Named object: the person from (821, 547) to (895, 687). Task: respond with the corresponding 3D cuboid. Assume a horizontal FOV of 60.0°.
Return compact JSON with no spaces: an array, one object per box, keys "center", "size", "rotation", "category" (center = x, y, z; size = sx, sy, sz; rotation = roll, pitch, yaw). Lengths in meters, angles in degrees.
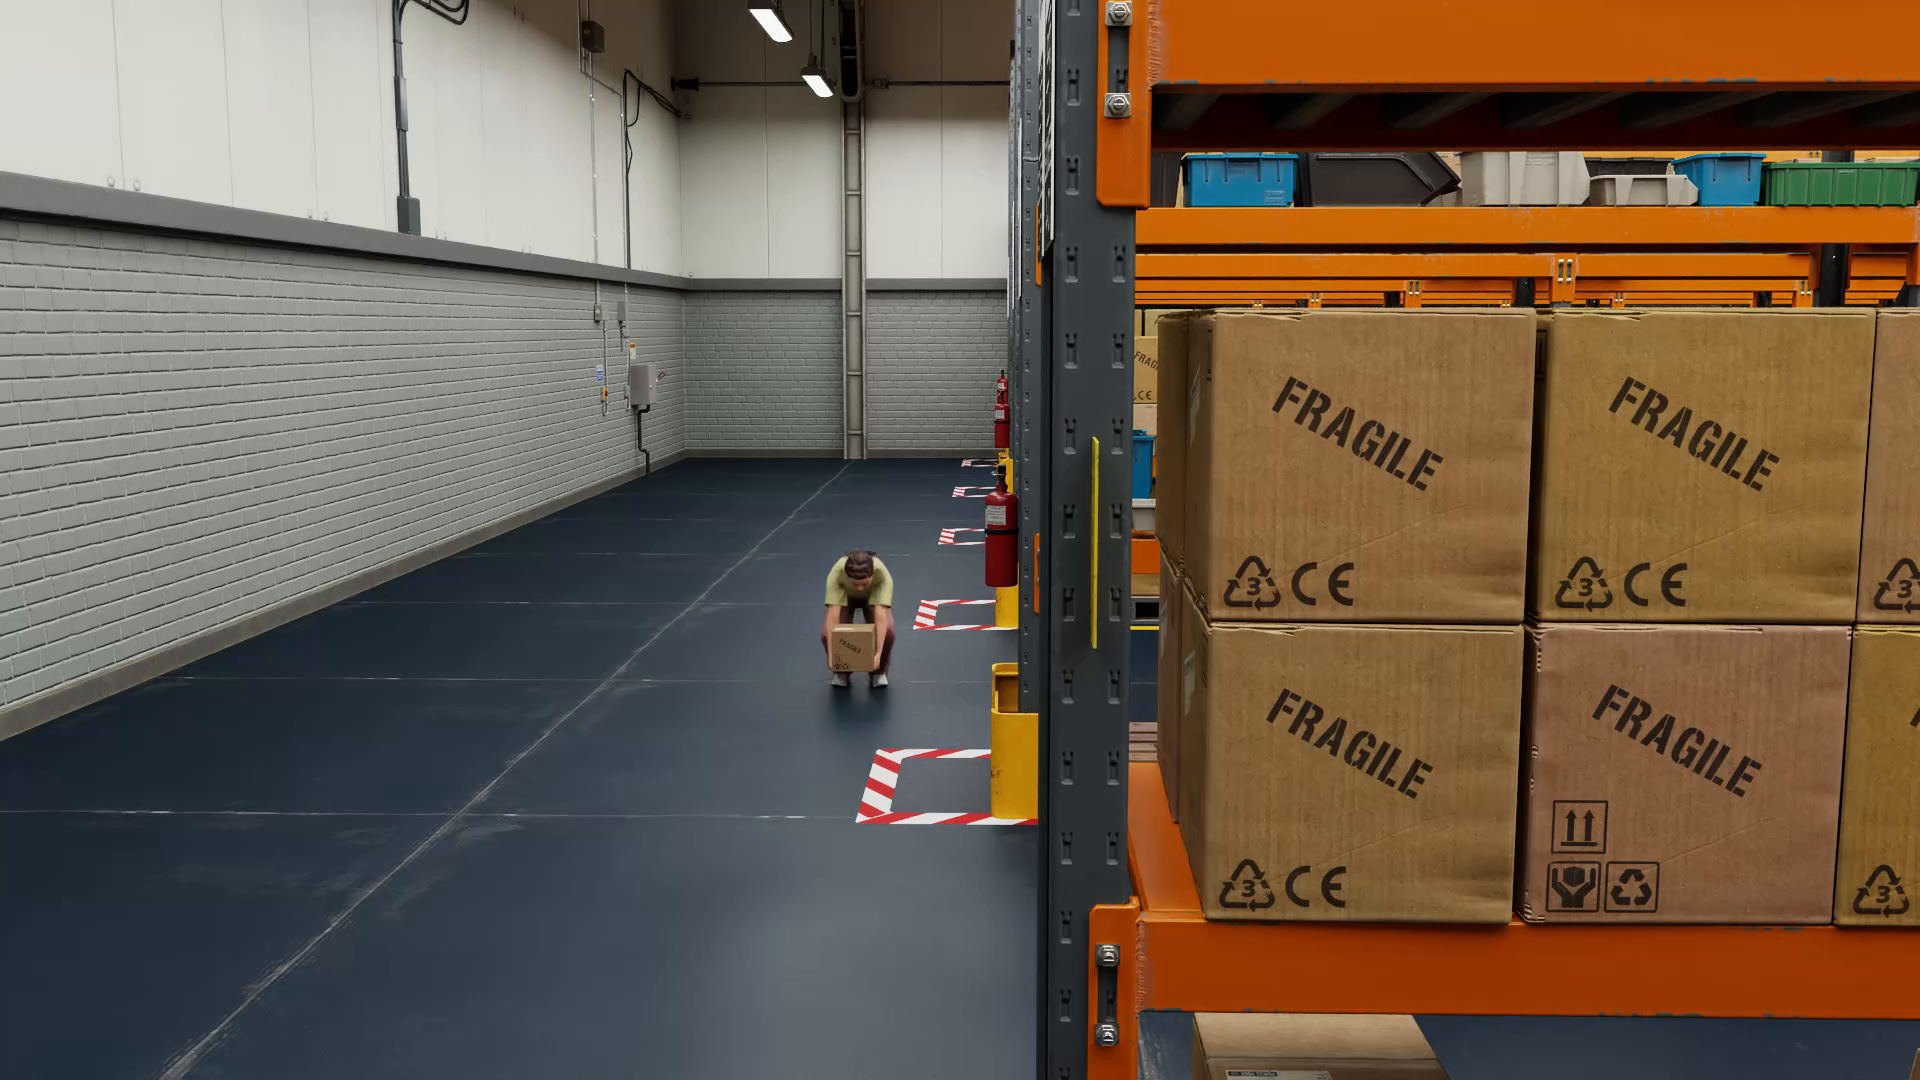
[{"center":[-0.639,0.480,10.479],"size":[0.466,0.930,0.832],"rotation":[0,7,0],"category":"person"}]
